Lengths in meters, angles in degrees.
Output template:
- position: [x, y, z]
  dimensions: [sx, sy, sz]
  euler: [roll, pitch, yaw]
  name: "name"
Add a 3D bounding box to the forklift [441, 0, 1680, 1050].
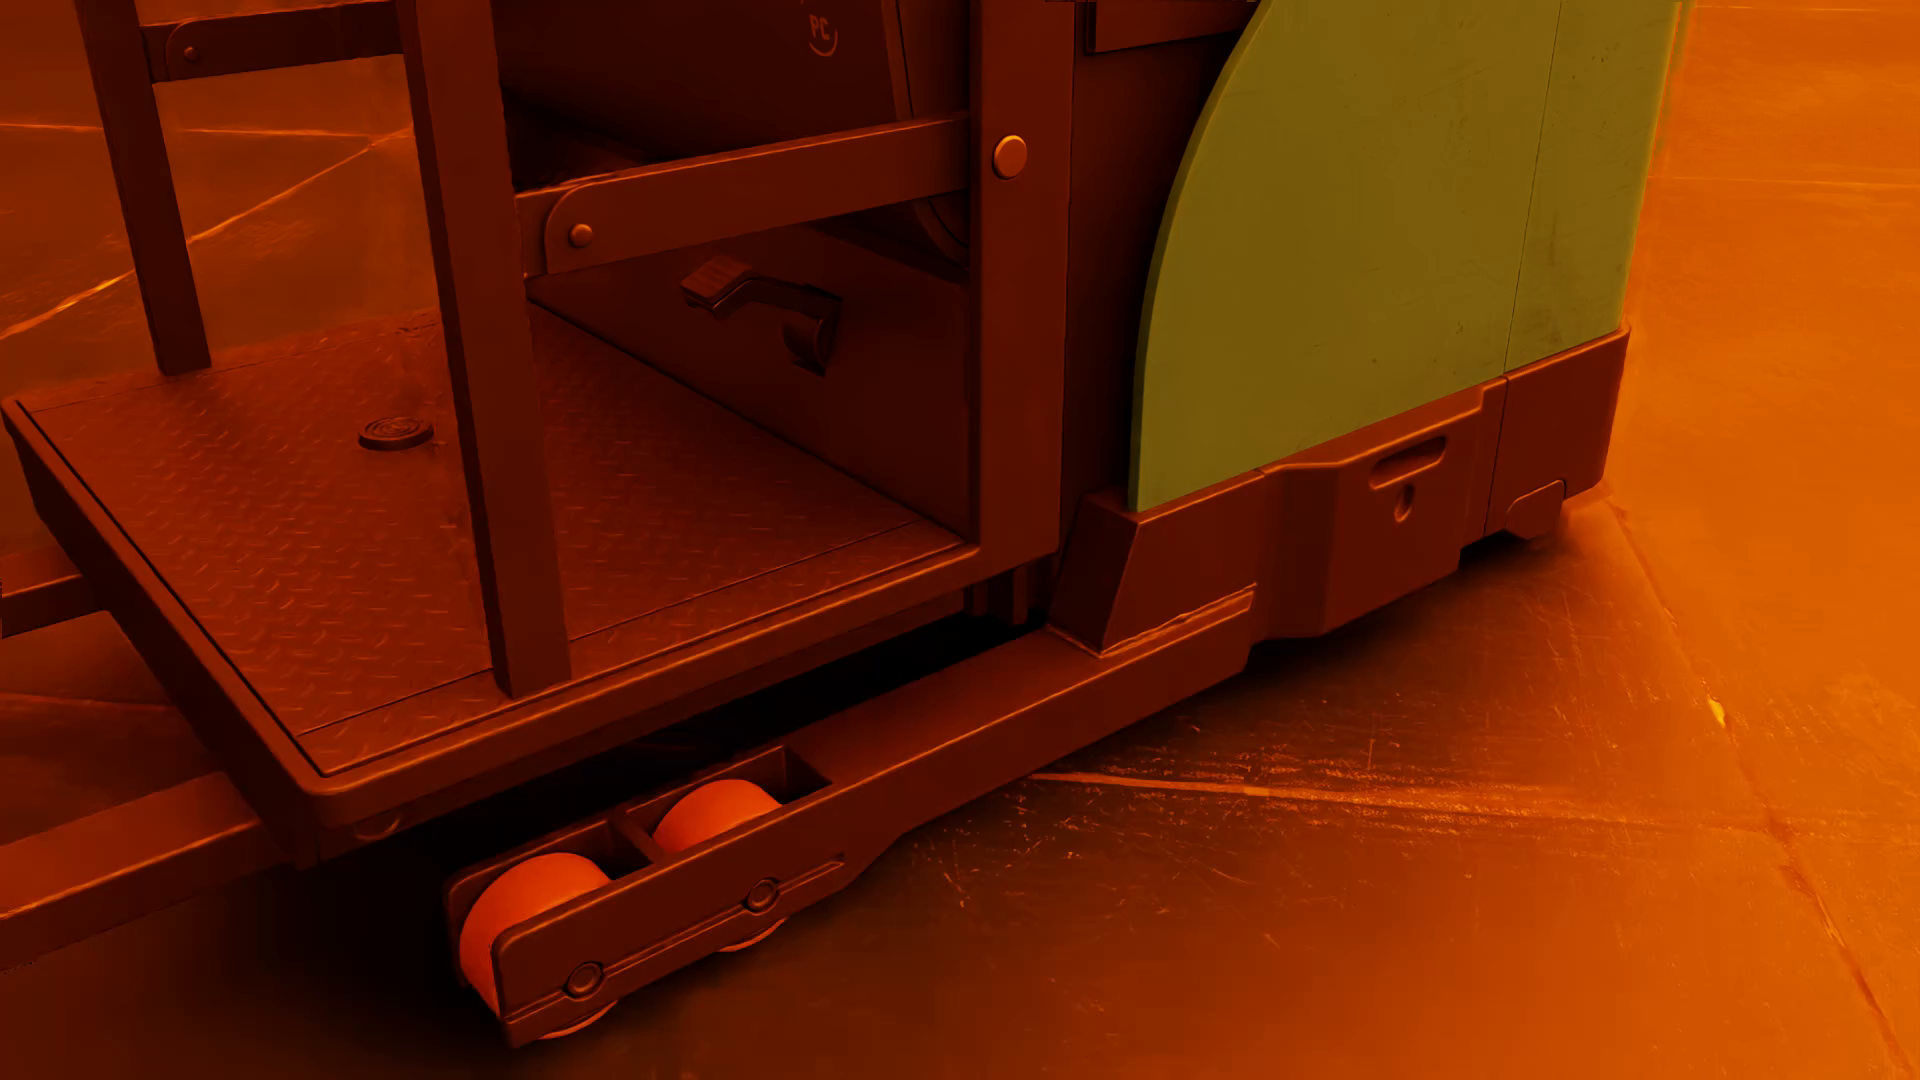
- position: [-0.476, -1.111, 1.445]
  dimensions: [3.031, 2.935, 1.130]
  euler: [-20, 33, -34]
  name: "forklift"
